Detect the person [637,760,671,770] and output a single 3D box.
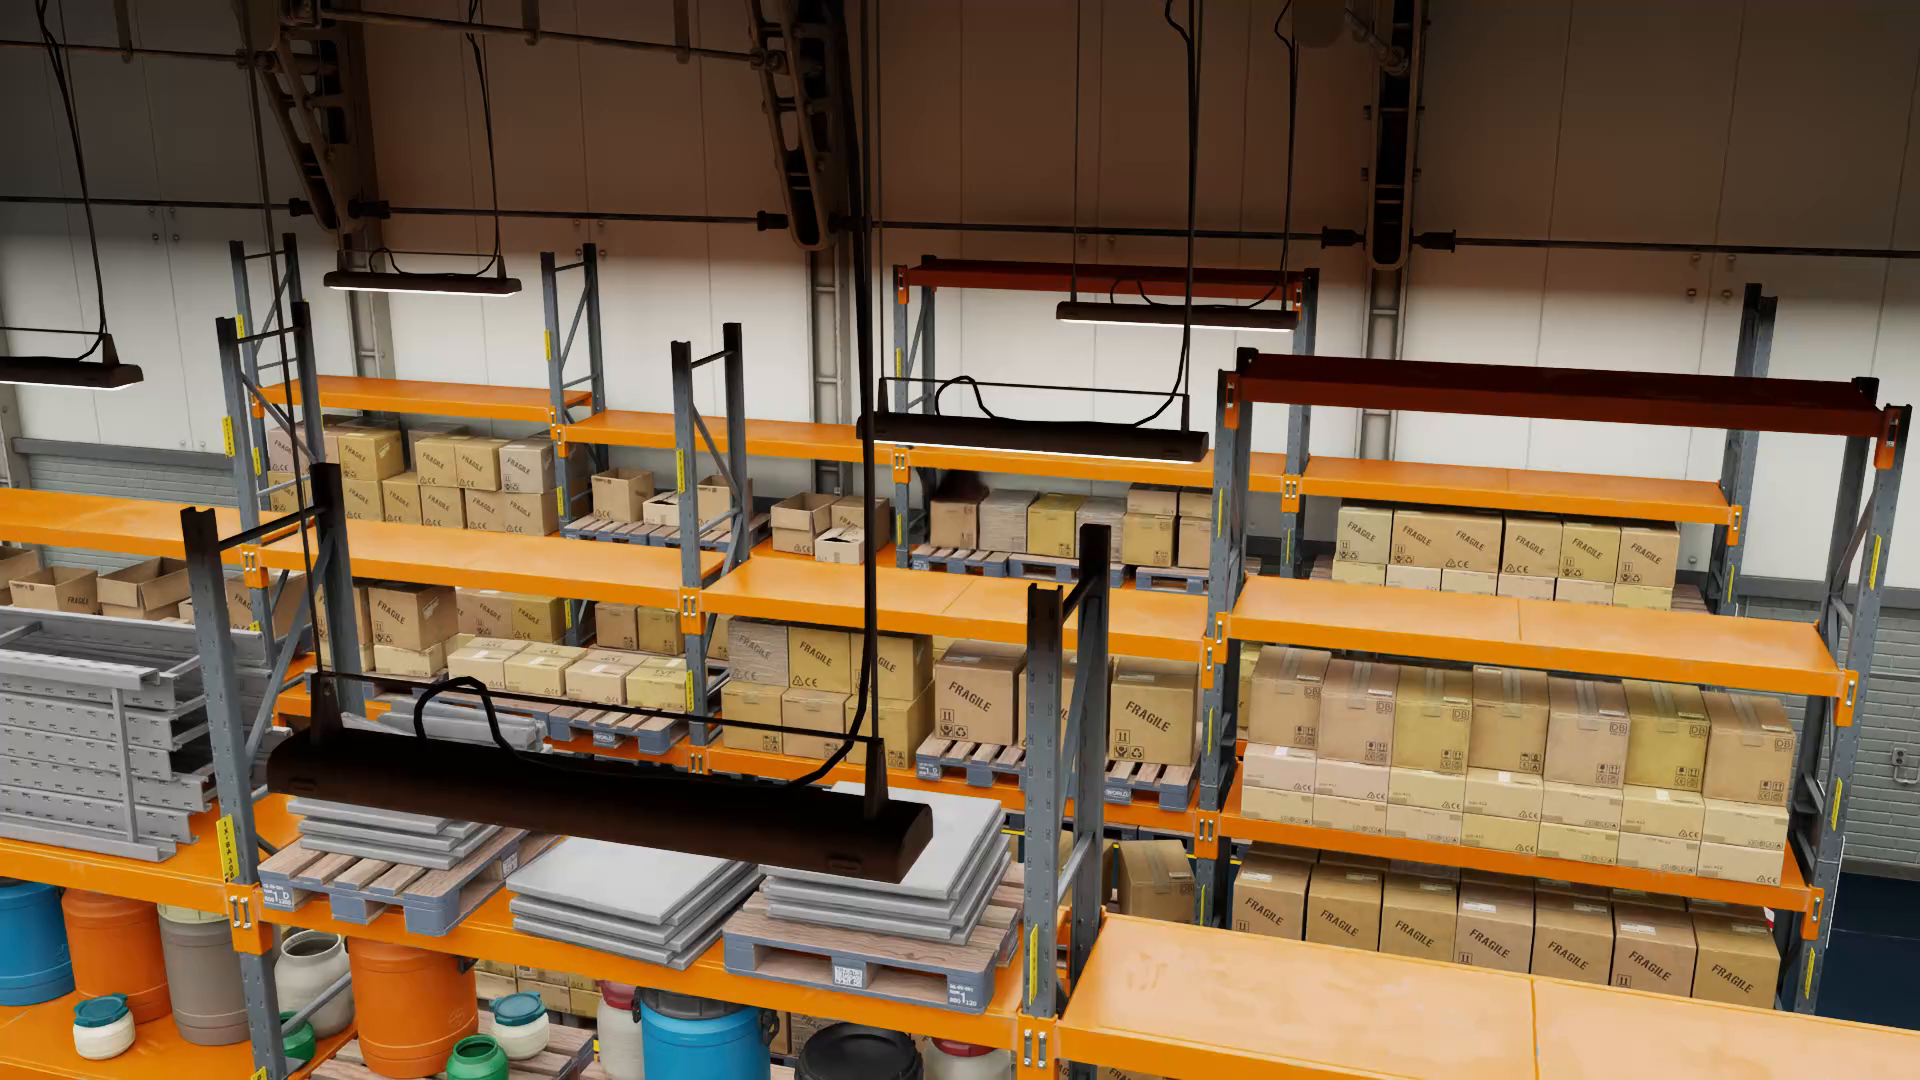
[{"bbox_3d":[-3.342,2.270,17.973,0.466,1.595,0.394,-2,16,-7],"label":"person"}]
